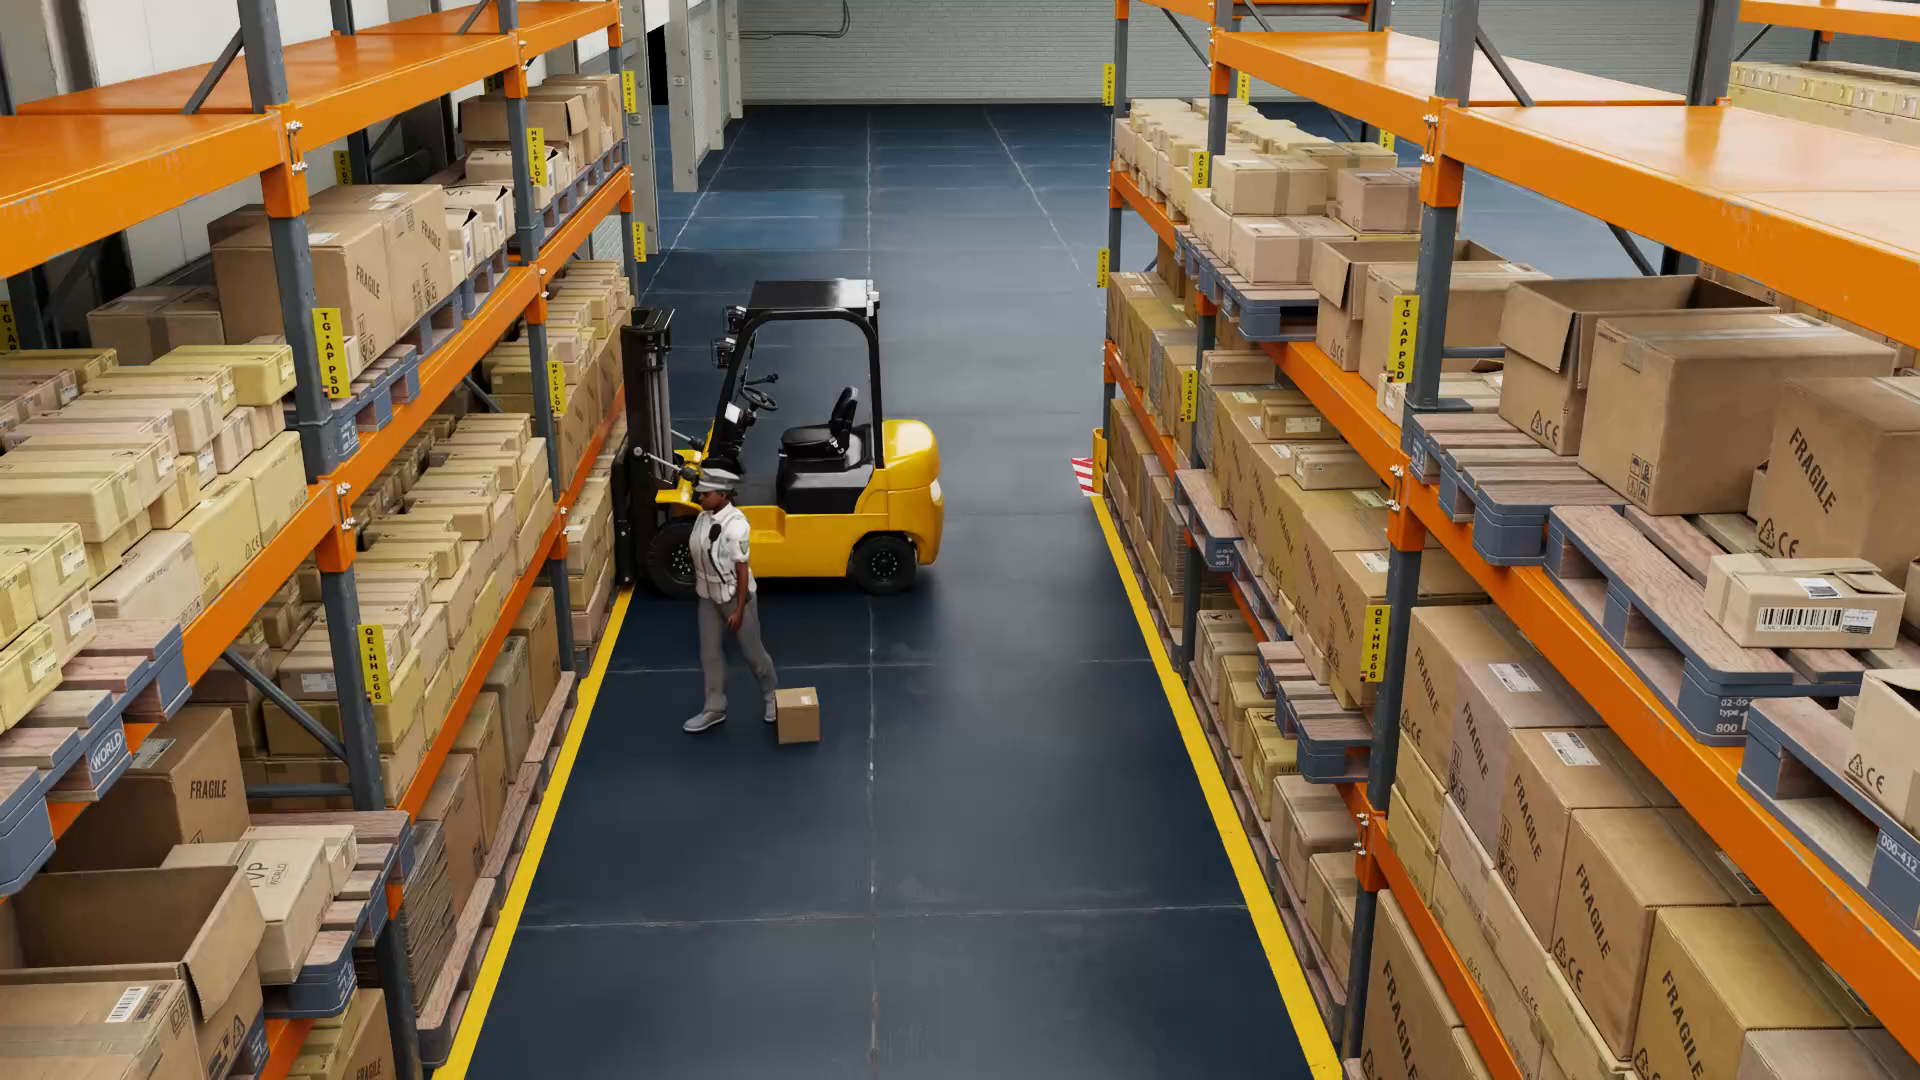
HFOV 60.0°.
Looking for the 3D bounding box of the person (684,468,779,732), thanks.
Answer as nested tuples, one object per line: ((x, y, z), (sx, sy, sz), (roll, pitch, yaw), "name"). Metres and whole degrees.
((-1.395, 0.347, 10.094), (0.467, 1.680, 0.630), (17, 26, 38), "person")
